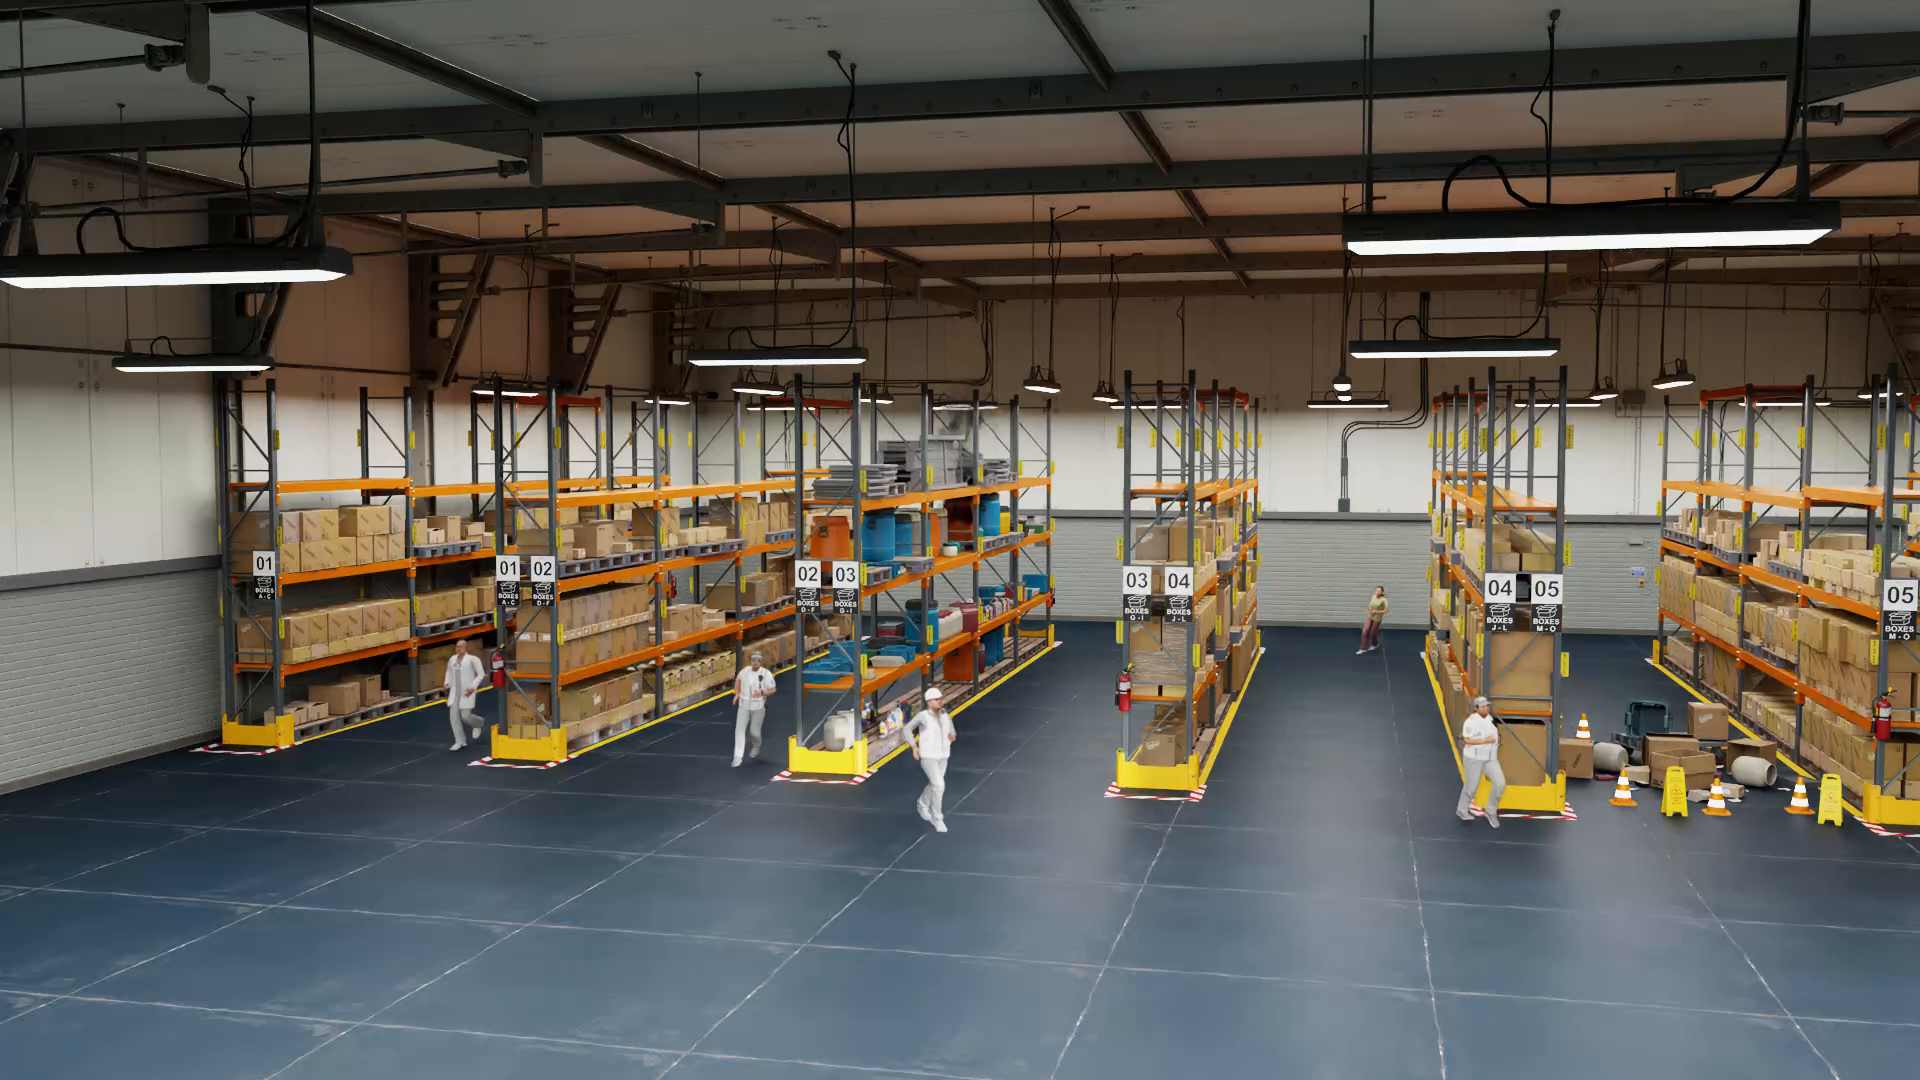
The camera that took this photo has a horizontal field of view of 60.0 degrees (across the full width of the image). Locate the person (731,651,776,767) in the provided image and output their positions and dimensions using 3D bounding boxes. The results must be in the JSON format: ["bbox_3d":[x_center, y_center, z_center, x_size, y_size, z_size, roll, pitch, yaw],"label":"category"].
[{"bbox_3d":[-3.179,2.567,25.644,0.693,1.748,0.964,0,3,7],"label":"person"}]

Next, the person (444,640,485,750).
[{"bbox_3d":[-8.120,2.510,27.196,0.735,1.760,0.763,1,4,14],"label":"person"}]

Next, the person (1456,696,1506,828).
[{"bbox_3d":[6.759,2.879,21.601,0.581,1.710,0.678,-2,4,-24],"label":"person"}]

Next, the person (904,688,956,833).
[{"bbox_3d":[-0.348,2.823,21.502,0.636,1.823,0.769,-3,5,-42],"label":"person"}]

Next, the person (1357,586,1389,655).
[{"bbox_3d":[9.760,1.871,38.940,0.830,1.636,0.665,-3,5,-42],"label":"person"}]
